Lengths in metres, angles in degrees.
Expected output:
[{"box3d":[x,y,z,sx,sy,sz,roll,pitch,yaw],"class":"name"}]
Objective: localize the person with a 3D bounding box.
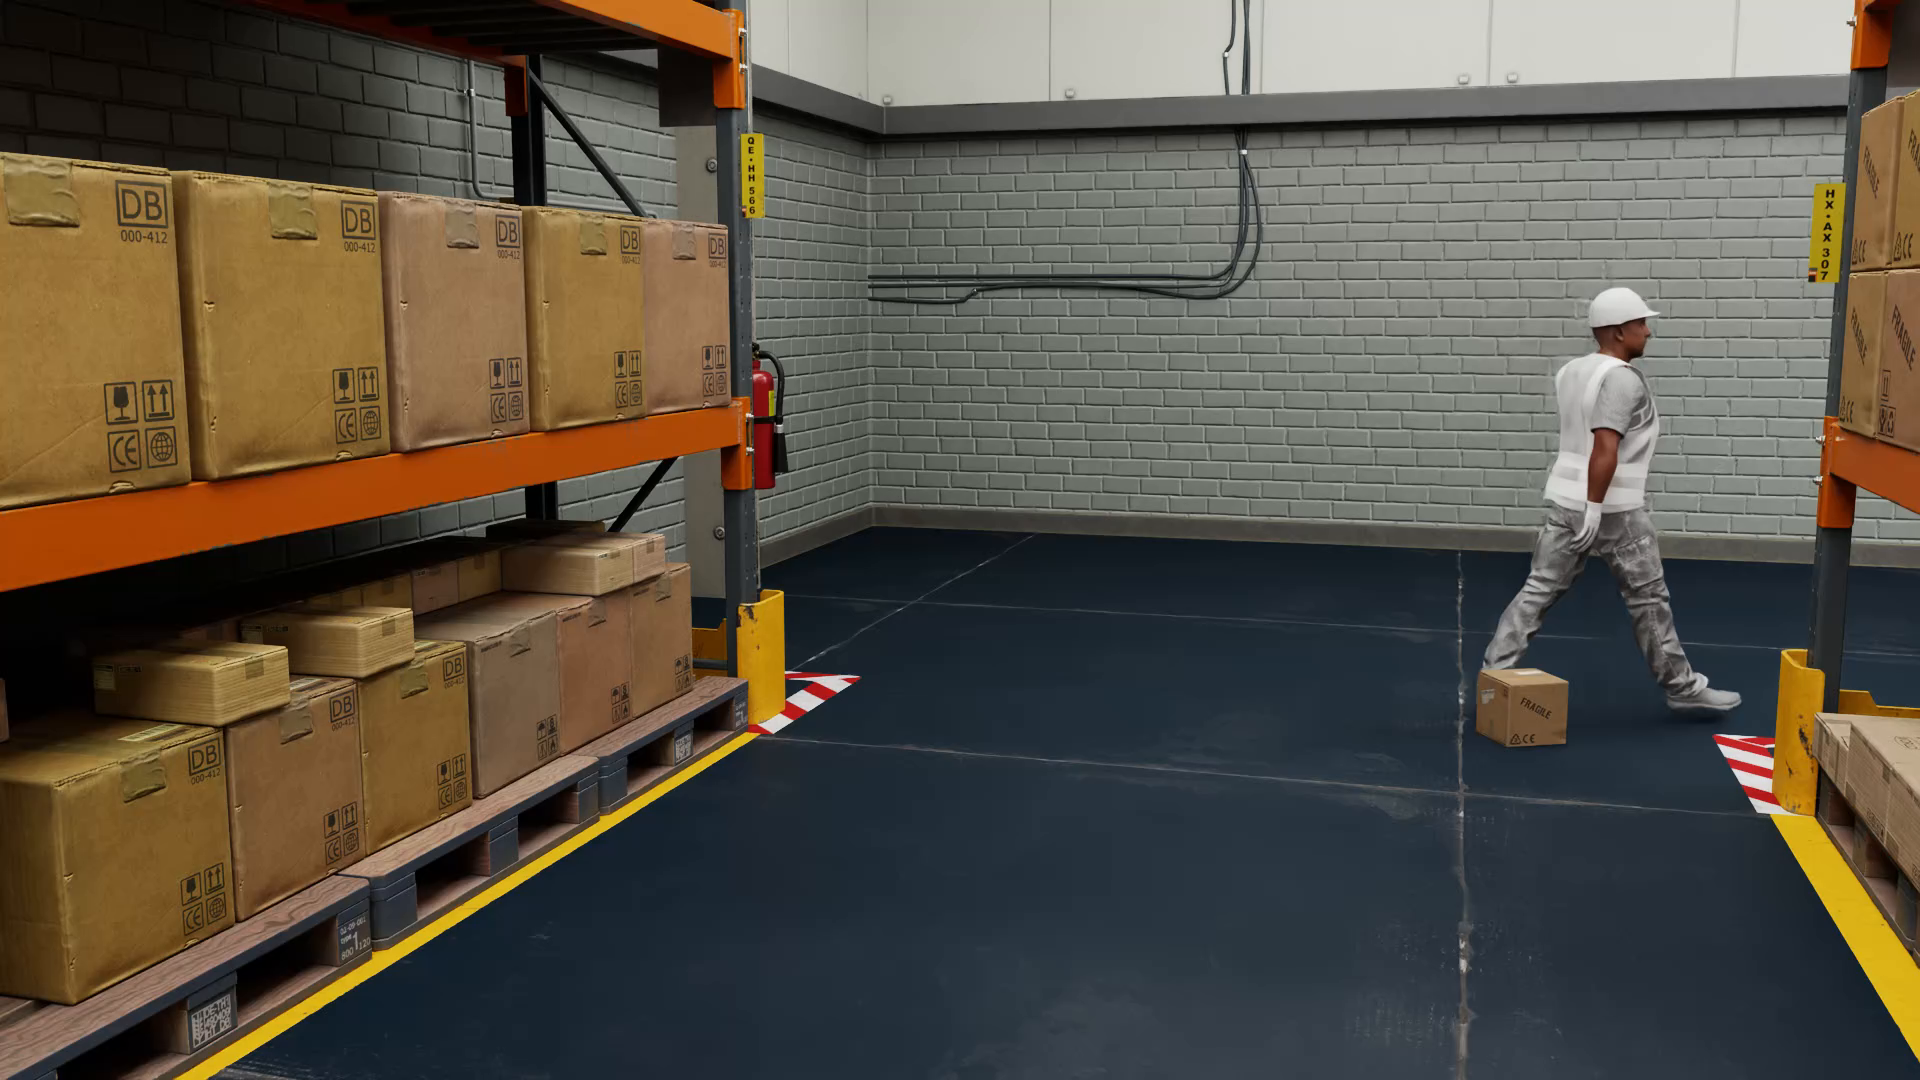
[{"box3d":[2.678,-0.162,6.783,1.067,1.714,0.582,-1,8,-8],"class":"person"}]
